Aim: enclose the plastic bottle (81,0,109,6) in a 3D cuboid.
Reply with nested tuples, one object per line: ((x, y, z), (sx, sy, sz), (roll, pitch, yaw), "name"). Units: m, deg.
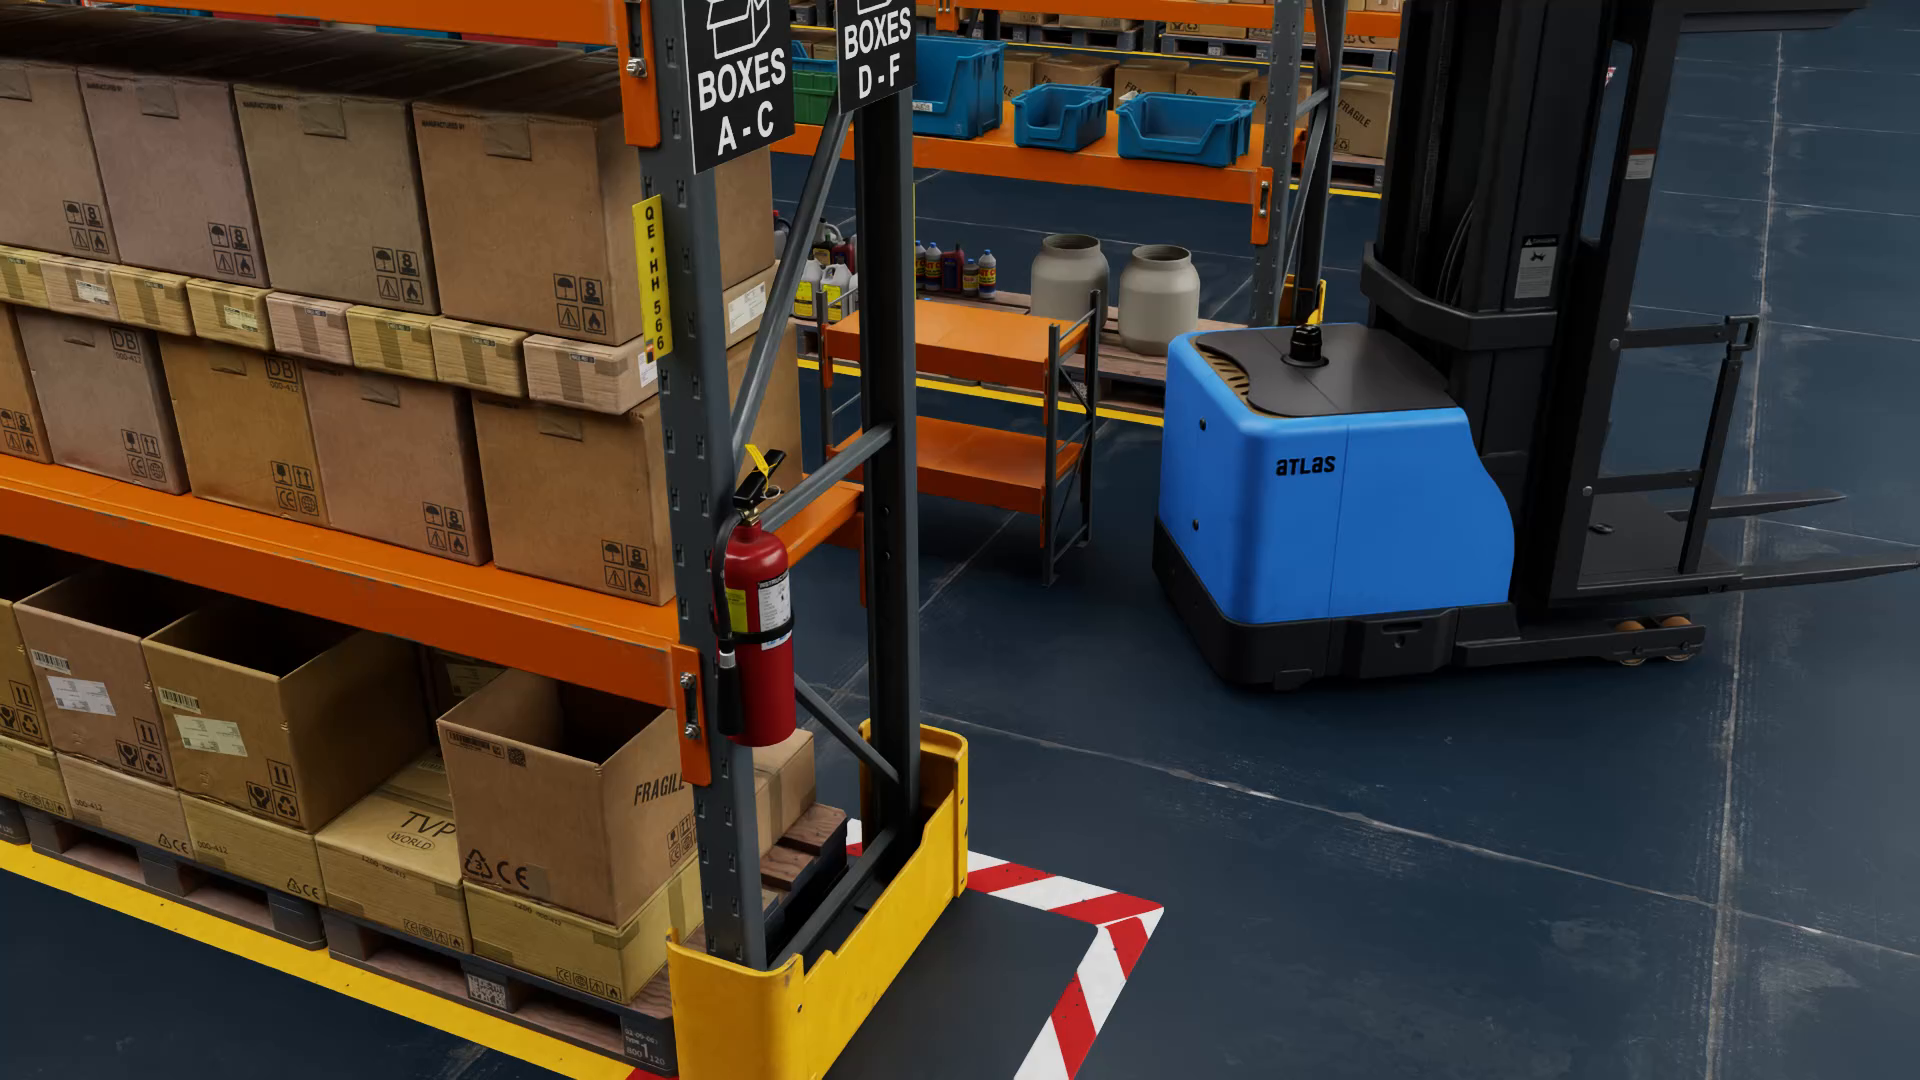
((-5.928, -3.658, 11.423), (0.135, 0.276, 0.152), (11, 28, 22), "plastic bottle")

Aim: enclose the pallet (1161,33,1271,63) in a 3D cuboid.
((2.892, -5.380, 17.938), (1.213, 0.211, 1.003), (11, 28, 22), "pallet")

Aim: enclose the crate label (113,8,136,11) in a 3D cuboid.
((-5.376, -3.262, 10.670), (0.416, 0.233, 0.303), (11, 28, 22), "crate label")

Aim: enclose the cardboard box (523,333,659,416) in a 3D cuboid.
((-0.803, -0.441, 3.902), (0.250, 0.149, 0.380), (11, 28, 21), "cardboard box")

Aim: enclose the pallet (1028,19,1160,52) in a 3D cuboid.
((1.498, -5.661, 18.509), (1.213, 0.211, 1.003), (11, 28, 22), "pallet")

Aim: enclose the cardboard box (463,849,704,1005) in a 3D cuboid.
((-0.986, 0.954, 4.553), (0.500, 0.250, 0.500), (11, 28, 22), "cardboard box")

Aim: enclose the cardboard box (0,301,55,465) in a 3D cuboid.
((-2.673, -0.622, 5.004), (0.500, 0.500, 0.700), (12, 29, 23), "cardboard box")

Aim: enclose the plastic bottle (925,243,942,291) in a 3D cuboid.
((-0.156, -1.595, 9.685), (0.097, 0.271, 0.097), (0, 26, 0), "plastic bottle")

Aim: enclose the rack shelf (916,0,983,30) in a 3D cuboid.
((-1.734, -4.868, 14.557), (4.000, 0.370, 1.077), (11, 28, 22), "rack shelf")

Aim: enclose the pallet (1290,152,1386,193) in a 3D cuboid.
((2.934, -3.020, 13.144), (1.213, 0.211, 1.003), (11, 28, 22), "pallet")

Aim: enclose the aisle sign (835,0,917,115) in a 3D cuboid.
((-0.189, -1.389, 3.732), (0.004, 0.787, 0.394), (11, 28, 22), "aisle sign")

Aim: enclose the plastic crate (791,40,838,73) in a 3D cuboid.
((-0.843, -2.674, 9.454), (0.616, 0.251, 0.499), (11, 28, 22), "plastic crate")

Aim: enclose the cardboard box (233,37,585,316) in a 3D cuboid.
((-1.325, -0.933, 4.166), (0.500, 0.500, 0.700), (11, 28, 20), "cardboard box")

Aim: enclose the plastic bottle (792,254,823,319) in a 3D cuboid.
((-0.841, -1.416, 9.231), (0.185, 0.351, 0.144), (11, 28, 21), "plastic bottle")

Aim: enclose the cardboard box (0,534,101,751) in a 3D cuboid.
((-2.814, 0.259, 5.116), (0.500, 0.500, 0.500), (11, 28, 22), "cardboard box")

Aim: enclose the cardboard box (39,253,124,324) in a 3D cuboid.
((-2.215, -0.723, 4.476), (0.250, 0.149, 0.380), (11, 28, 21), "cardboard box")

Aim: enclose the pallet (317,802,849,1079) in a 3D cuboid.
((-1.089, 1.016, 4.946), (1.213, 0.211, 1.003), (11, 28, 22), "pallet")

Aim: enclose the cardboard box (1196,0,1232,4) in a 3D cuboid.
((1.974, -4.183, 12.634), (0.250, 0.149, 0.380), (11, 28, 22), "cardboard box")

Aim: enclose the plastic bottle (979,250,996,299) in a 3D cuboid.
((0.156, -1.533, 9.558), (0.097, 0.271, 0.097), (0, 26, 0), "plastic bottle")

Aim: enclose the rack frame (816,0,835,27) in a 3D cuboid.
((-1.409, -7.533, 19.154), (0.127, 3.000, 1.000), (11, 28, 22), "rack frame")

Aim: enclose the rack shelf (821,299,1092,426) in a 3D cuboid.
((-0.006, -0.768, 6.875), (1.000, 0.278, 0.538), (11, 28, 22), "rack shelf")

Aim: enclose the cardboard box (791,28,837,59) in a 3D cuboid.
((-1.399, -4.219, 14.756), (0.500, 0.500, 0.700), (9, 28, 17), "cardboard box")

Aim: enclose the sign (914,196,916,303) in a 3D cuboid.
((-0.141, -0.758, 4.323), (0.005, 0.325, 0.100), (11, 28, 22), "sign")

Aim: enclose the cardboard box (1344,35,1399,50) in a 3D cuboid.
((4.427, -5.563, 17.082), (0.875, 0.875, 0.875), (11, 28, 21), "cardboard box")

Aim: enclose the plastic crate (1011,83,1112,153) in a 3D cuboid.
((0.510, -2.128, 8.345), (0.408, 0.251, 0.499), (11, 28, 22), "plastic crate")

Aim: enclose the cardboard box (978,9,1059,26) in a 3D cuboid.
((0.753, -6.236, 18.591), (0.750, 0.750, 1.050), (11, 28, 22), "cardboard box")

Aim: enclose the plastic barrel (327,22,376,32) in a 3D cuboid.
((-3.805, -3.371, 10.548), (0.433, 0.535, 0.433), (0, 26, 0), "plastic barrel")

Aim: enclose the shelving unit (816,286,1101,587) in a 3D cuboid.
((-0.006, -0.506, 7.004), (1.048, 1.125, 0.538), (11, 28, 22), "shelving unit")

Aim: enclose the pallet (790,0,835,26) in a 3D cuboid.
((-2.120, -6.425, 20.061), (1.213, 0.211, 1.003), (11, 28, 22), "pallet")

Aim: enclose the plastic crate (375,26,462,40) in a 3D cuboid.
((-3.096, -2.903, 9.769), (0.575, 0.384, 0.392), (11, 28, 22), "plastic crate")

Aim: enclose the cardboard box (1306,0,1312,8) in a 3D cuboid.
((2.686, -4.073, 12.412), (0.250, 0.149, 0.380), (11, 28, 22), "cardboard box")

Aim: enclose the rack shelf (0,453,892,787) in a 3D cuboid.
((-2.196, -0.155, 4.982), (4.000, 0.370, 1.077), (11, 28, 22), "rack shelf")

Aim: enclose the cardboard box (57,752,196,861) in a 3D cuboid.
((-2.357, 0.685, 5.100), (0.500, 0.250, 0.500), (11, 28, 22), "cardboard box")

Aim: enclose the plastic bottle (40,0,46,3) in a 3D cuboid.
((-6.501, -3.826, 11.851), (0.097, 0.201, 0.097), (0, 26, 0), "plastic bottle")

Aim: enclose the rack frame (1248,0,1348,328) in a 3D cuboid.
((1.678, -2.103, 8.125), (0.127, 3.000, 1.000), (11, 28, 22), "rack frame")

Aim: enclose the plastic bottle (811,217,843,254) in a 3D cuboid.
((-0.789, -1.747, 9.903), (0.185, 0.351, 0.144), (11, 28, 21), "plastic bottle")

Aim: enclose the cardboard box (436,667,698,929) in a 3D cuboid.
((-0.987, 0.619, 4.386), (0.500, 0.500, 0.500), (11, 28, 22), "cardboard box")

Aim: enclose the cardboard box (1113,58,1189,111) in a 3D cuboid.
((1.557, -3.620, 13.560), (0.500, 0.500, 0.500), (9, 28, 17), "cardboard box")

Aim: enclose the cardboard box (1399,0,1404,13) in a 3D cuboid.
((3.383, -3.951, 12.162), (0.250, 0.149, 0.380), (11, 28, 22), "cardboard box")

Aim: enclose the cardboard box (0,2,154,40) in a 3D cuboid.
((-2.694, -1.208, 4.725), (0.500, 0.500, 0.700), (11, 28, 22), "cardboard box")

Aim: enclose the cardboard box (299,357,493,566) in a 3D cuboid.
((-1.276, -0.341, 4.434), (0.500, 0.500, 0.700), (12, 29, 23), "cardboard box")

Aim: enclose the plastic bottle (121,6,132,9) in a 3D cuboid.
((-5.865, -3.719, 11.548), (0.135, 0.276, 0.152), (11, 28, 22), "plastic bottle")

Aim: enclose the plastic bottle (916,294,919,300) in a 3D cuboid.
((-0.289, -1.255, 8.980), (0.133, 0.283, 0.061), (12, 29, 23), "plastic bottle")

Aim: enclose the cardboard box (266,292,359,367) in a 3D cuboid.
((-1.502, -0.582, 4.188), (0.250, 0.149, 0.380), (12, 29, 22), "cardboard box")

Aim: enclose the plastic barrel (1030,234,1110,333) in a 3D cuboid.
((0.591, -1.356, 8.950), (0.421, 0.512, 0.421), (0, 26, 0), "plastic barrel")

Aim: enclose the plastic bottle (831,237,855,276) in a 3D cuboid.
((-0.686, -1.642, 9.767), (0.133, 0.283, 0.061), (11, 28, 22), "plastic bottle")

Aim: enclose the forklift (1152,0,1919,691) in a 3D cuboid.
((2.358, -1.065, 6.095), (3.031, 2.935, 1.130), (-4, 27, -9), "forklift")

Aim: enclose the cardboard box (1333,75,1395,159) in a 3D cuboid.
((3.167, -3.282, 12.875), (0.500, 0.500, 0.500), (17, 31, 31), "cardboard box")
